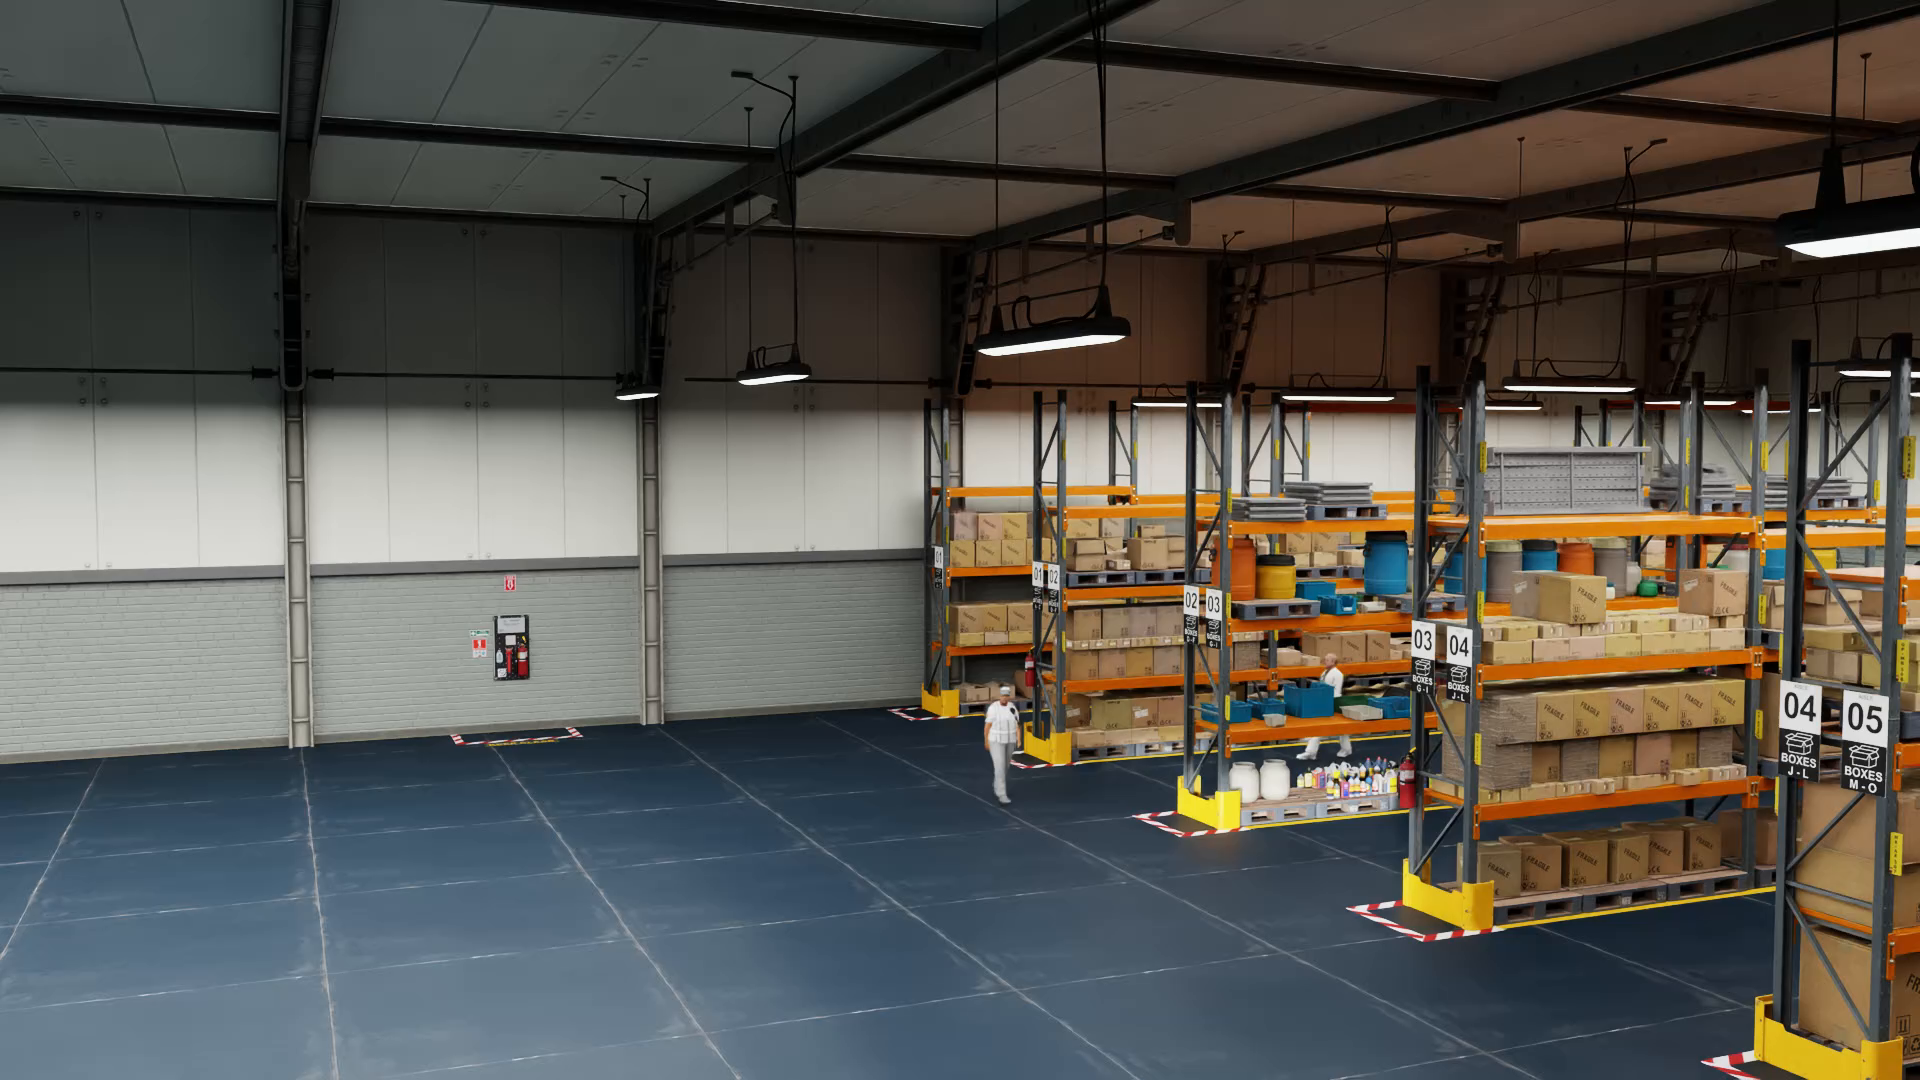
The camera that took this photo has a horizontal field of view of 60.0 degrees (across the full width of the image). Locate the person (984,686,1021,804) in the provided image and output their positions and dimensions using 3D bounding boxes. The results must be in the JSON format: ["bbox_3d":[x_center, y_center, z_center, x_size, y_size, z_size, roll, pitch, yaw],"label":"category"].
[{"bbox_3d":[0.649,2.925,24.010,0.505,1.624,0.868,-2,4,-30],"label":"person"}]

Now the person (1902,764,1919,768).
[{"bbox_3d":[10.739,3.238,18.503,0.619,1.684,0.657,-1,3,-13],"label":"person"}]

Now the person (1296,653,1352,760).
[{"bbox_3d":[5.957,2.693,26.897,1.132,1.710,0.568,-3,4,-40],"label":"person"}]
